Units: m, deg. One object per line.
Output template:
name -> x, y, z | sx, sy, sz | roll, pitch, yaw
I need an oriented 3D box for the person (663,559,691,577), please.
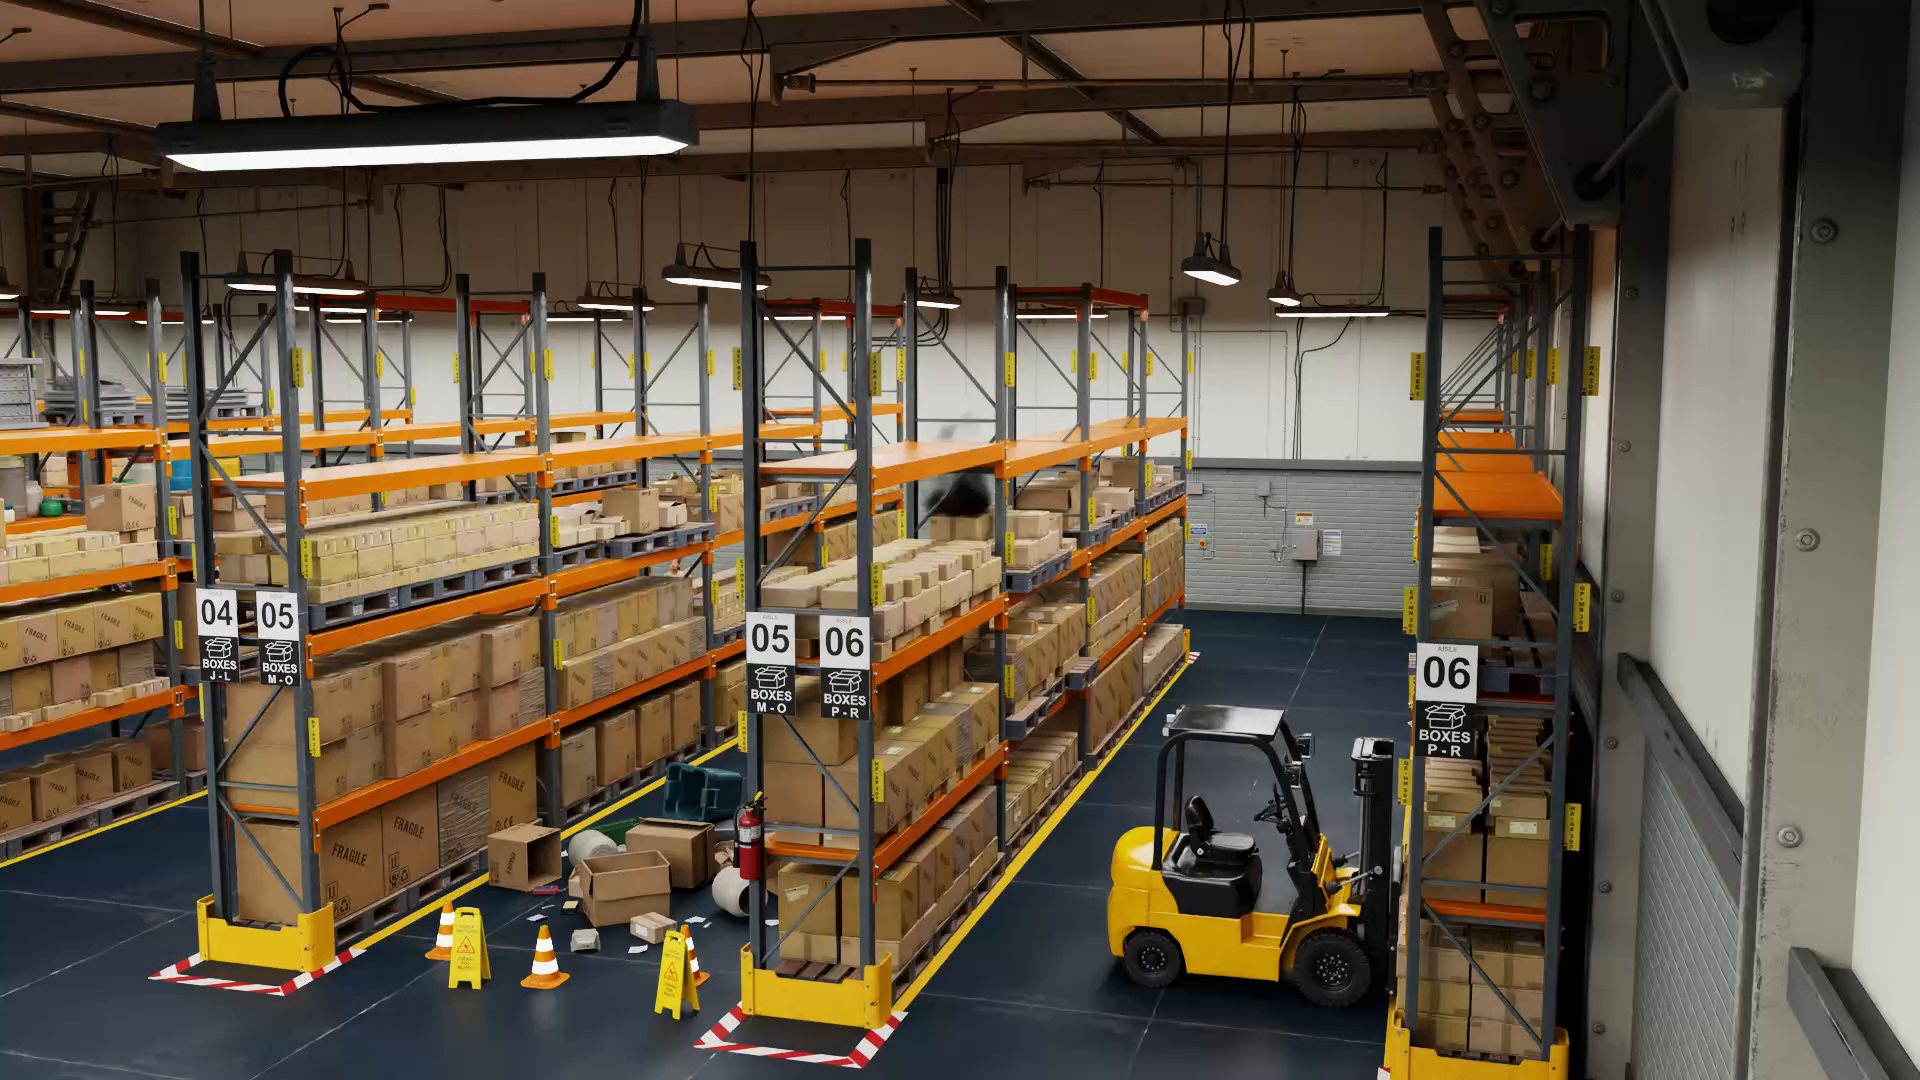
person -> -4.937, 1.114, 28.914 | 0.591, 1.659, 0.890 | 1, 6, 5

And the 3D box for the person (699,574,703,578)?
person -> -4.052, 1.349, 26.829 | 0.589, 1.675, 0.937 | 2, 7, 19
